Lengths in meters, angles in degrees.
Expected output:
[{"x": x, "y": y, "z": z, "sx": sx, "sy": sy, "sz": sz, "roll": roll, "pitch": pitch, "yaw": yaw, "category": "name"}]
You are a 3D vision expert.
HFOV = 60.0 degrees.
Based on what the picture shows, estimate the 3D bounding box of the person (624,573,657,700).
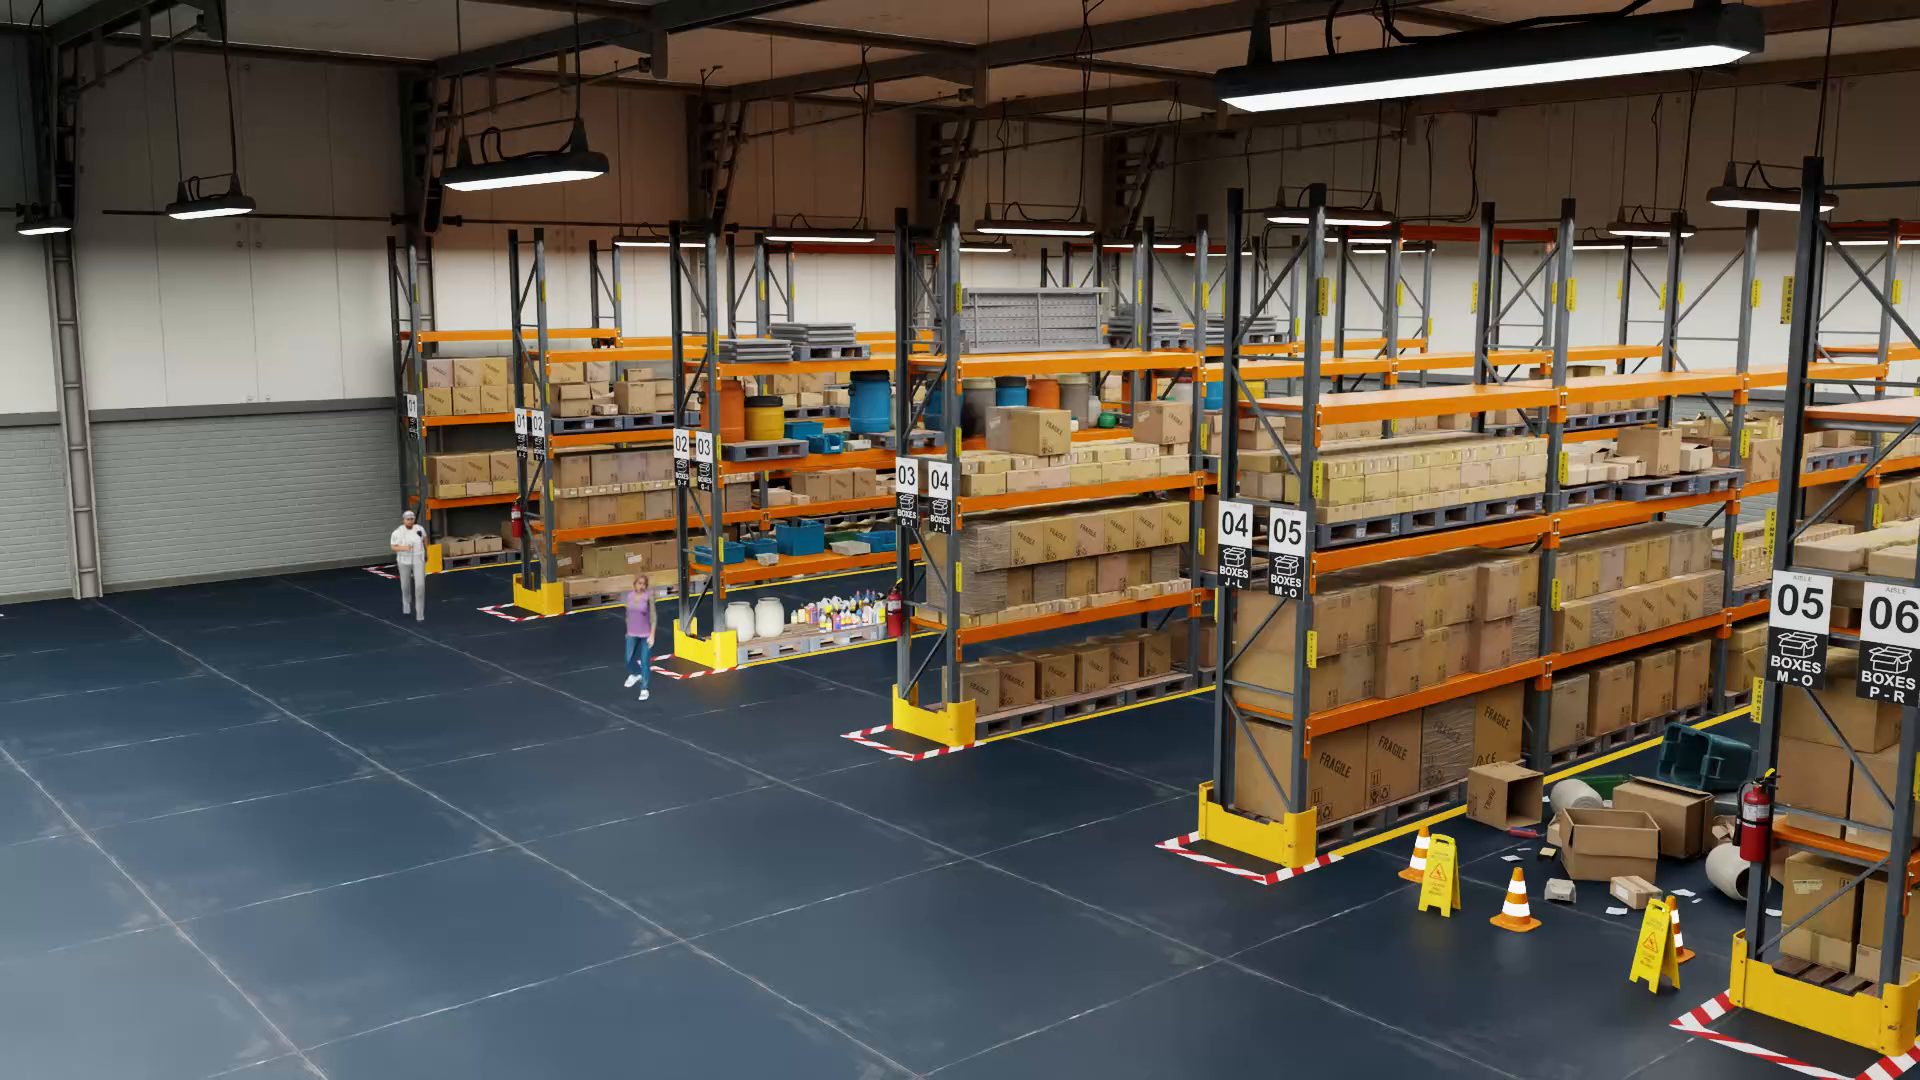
[{"x": -4.007, "y": 1.190, "z": 20.832, "sx": 0.545, "sy": 1.590, "sz": 0.520, "roll": 2, "pitch": 9, "yaw": 11, "category": "person"}]

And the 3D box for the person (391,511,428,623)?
[{"x": -8.524, "y": 0.383, "z": 25.791, "sx": 0.561, "sy": 1.712, "sz": 0.856, "roll": -4, "pitch": 9, "yaw": -22, "category": "person"}]
